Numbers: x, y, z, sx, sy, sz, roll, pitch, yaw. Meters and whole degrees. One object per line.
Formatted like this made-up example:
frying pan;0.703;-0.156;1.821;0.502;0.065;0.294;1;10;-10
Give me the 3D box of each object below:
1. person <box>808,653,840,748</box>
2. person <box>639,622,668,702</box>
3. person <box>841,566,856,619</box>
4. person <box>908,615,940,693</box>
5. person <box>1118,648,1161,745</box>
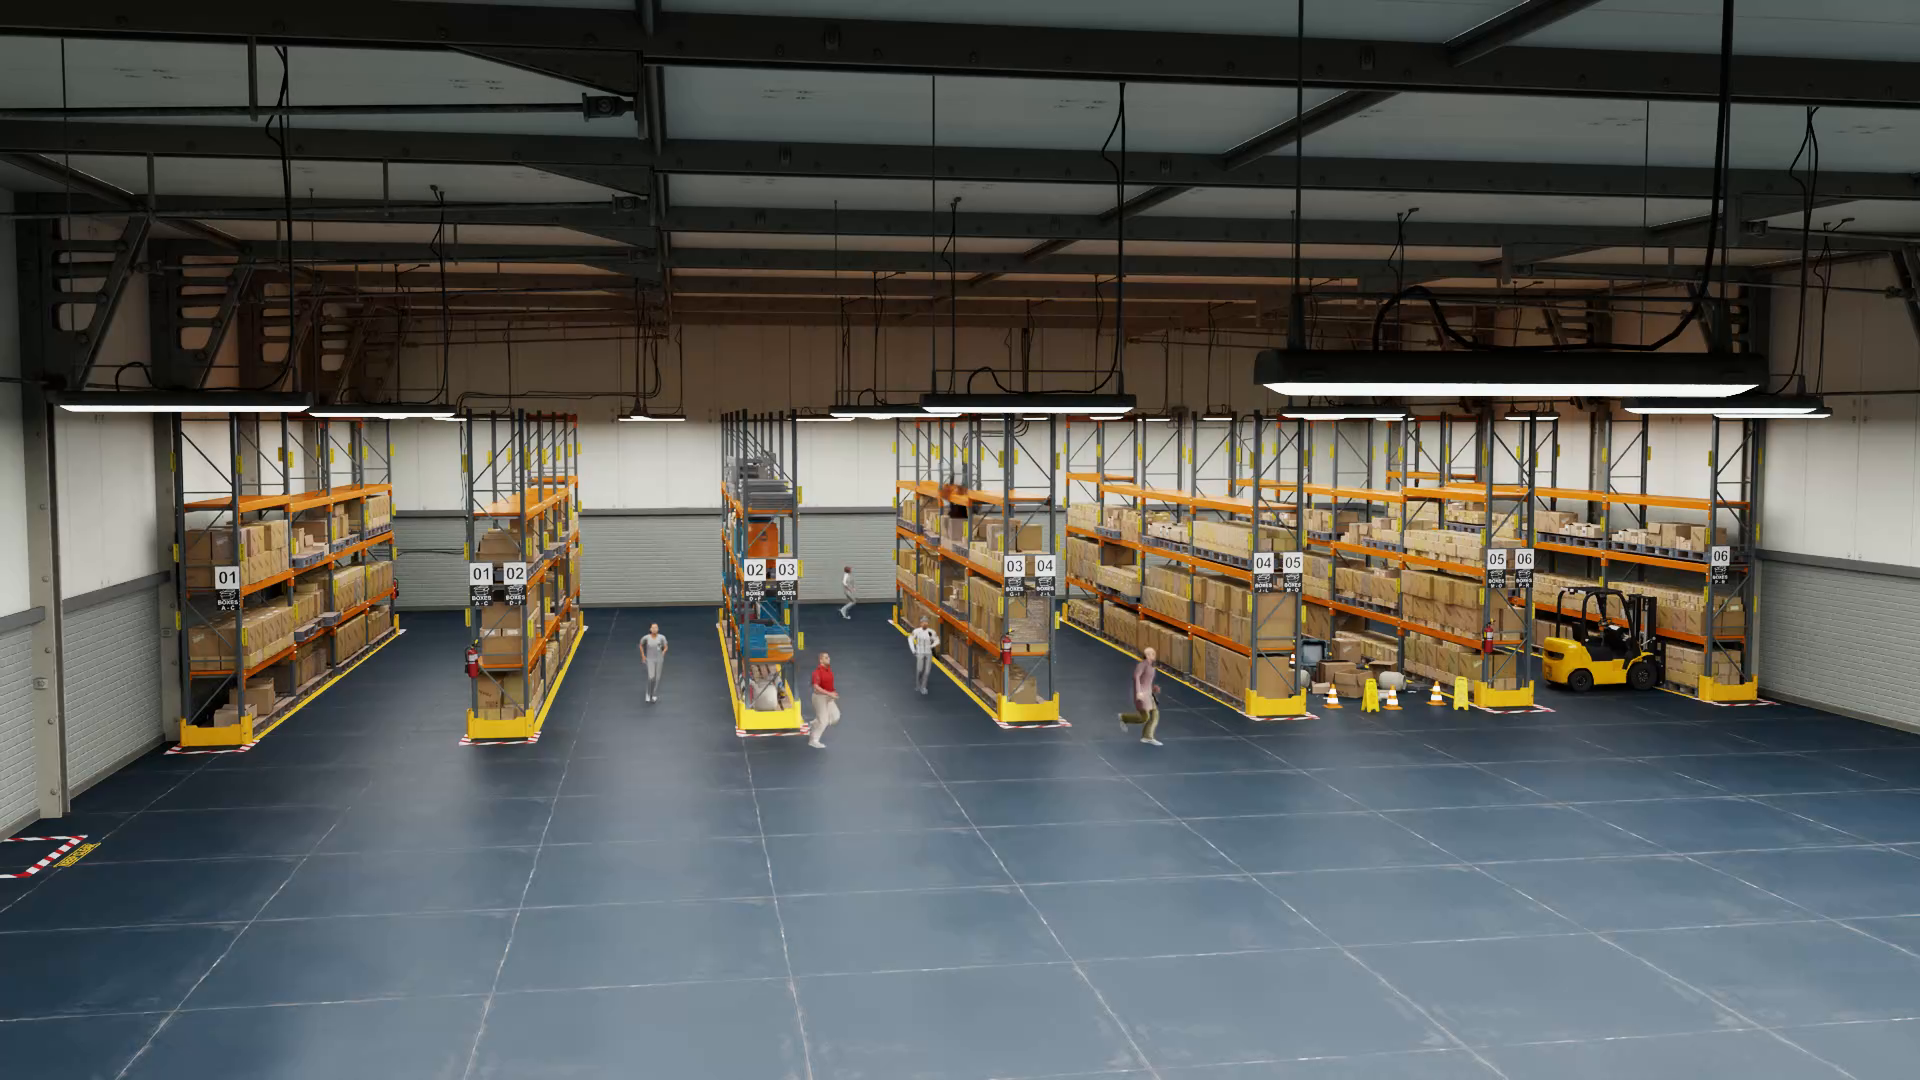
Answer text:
person;-2.388;2.832;29.515;0.634;1.690;0.695;2;4;21
person;-6.275;2.507;34.167;0.569;1.647;0.642;-2;4;-21
person;-3.282;1.544;48.912;0.483;1.545;0.530;0;4;-7
person;-0.748;2.420;35.230;0.667;1.666;0.523;0;4;-5
person;3.242;2.889;29.838;0.801;1.551;0.709;2;4;26
